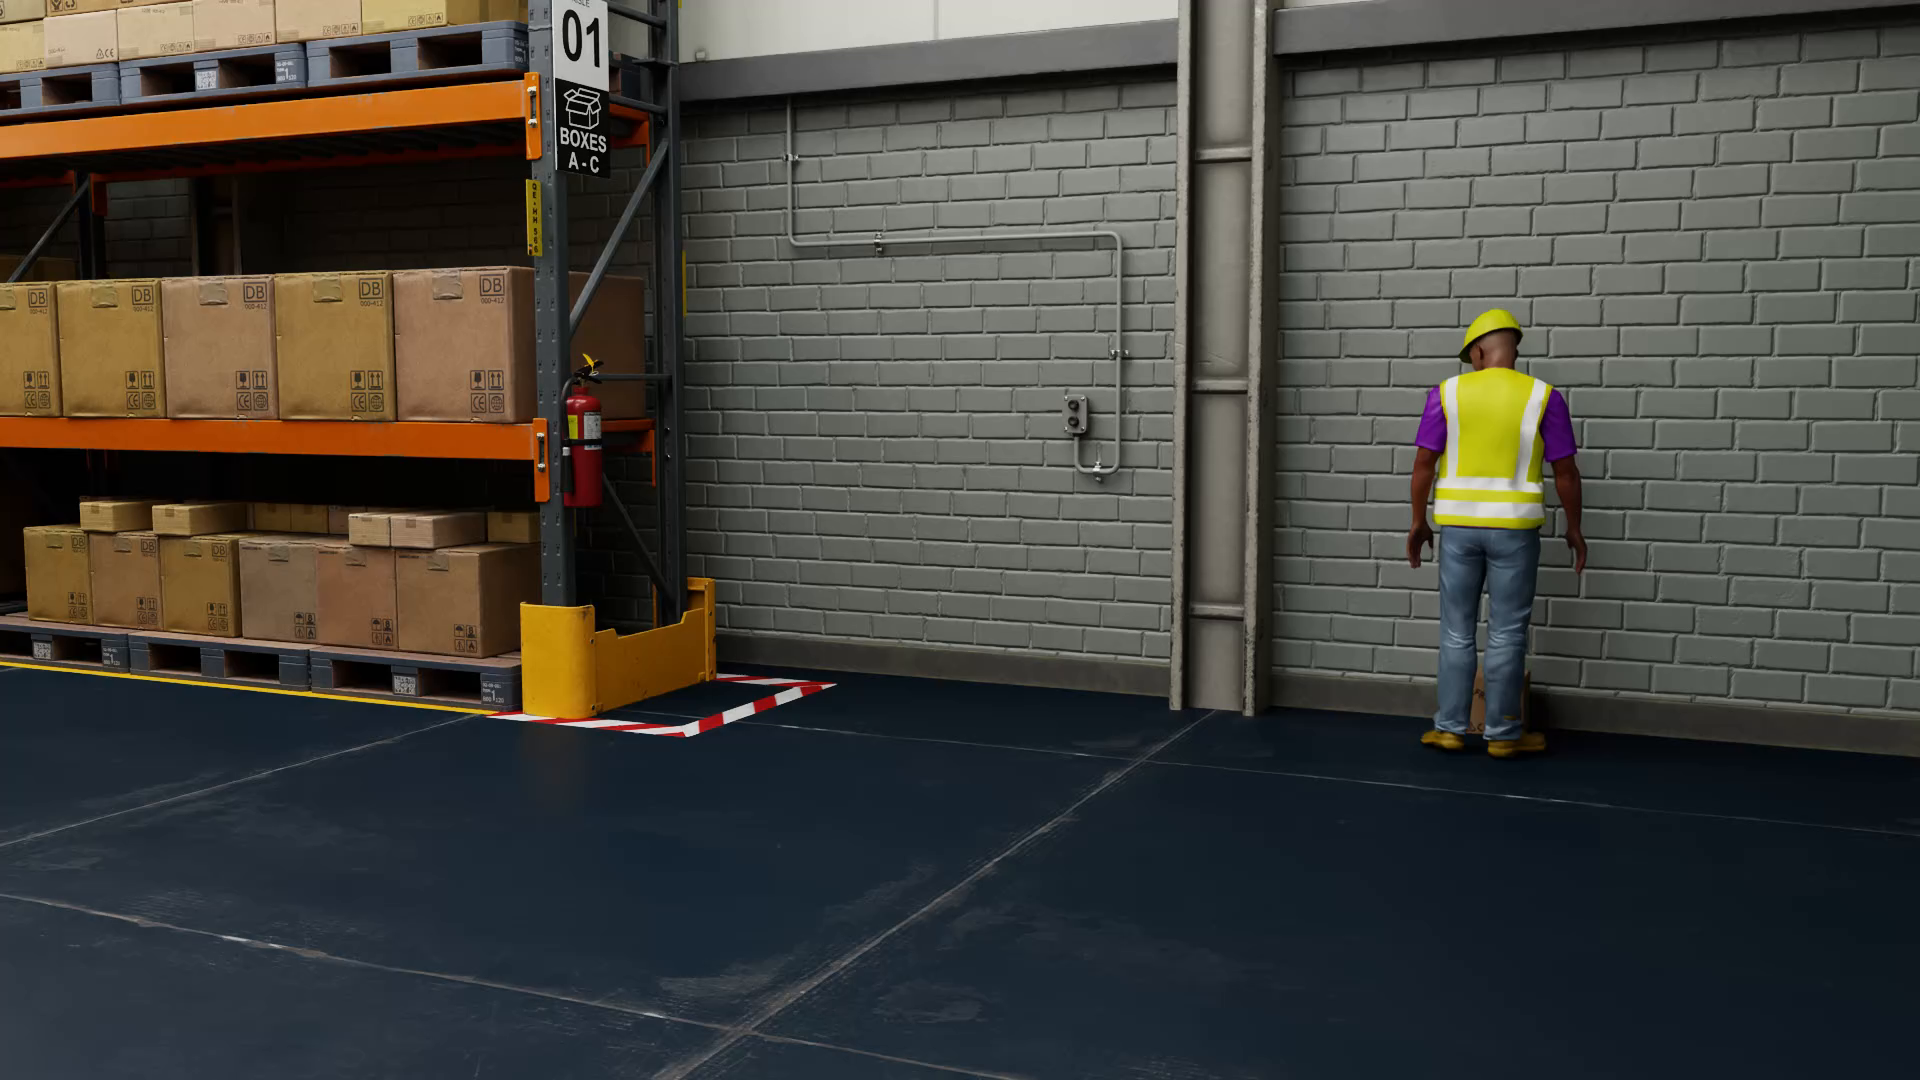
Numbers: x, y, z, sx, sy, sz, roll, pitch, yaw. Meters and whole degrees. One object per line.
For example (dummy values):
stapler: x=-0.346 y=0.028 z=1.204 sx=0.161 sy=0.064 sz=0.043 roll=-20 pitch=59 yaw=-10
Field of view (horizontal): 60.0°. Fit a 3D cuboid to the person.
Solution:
person: x=2.131 y=-0.021 z=6.610 sx=0.669 sy=1.782 sz=0.385 roll=3 pitch=6 yaw=27
